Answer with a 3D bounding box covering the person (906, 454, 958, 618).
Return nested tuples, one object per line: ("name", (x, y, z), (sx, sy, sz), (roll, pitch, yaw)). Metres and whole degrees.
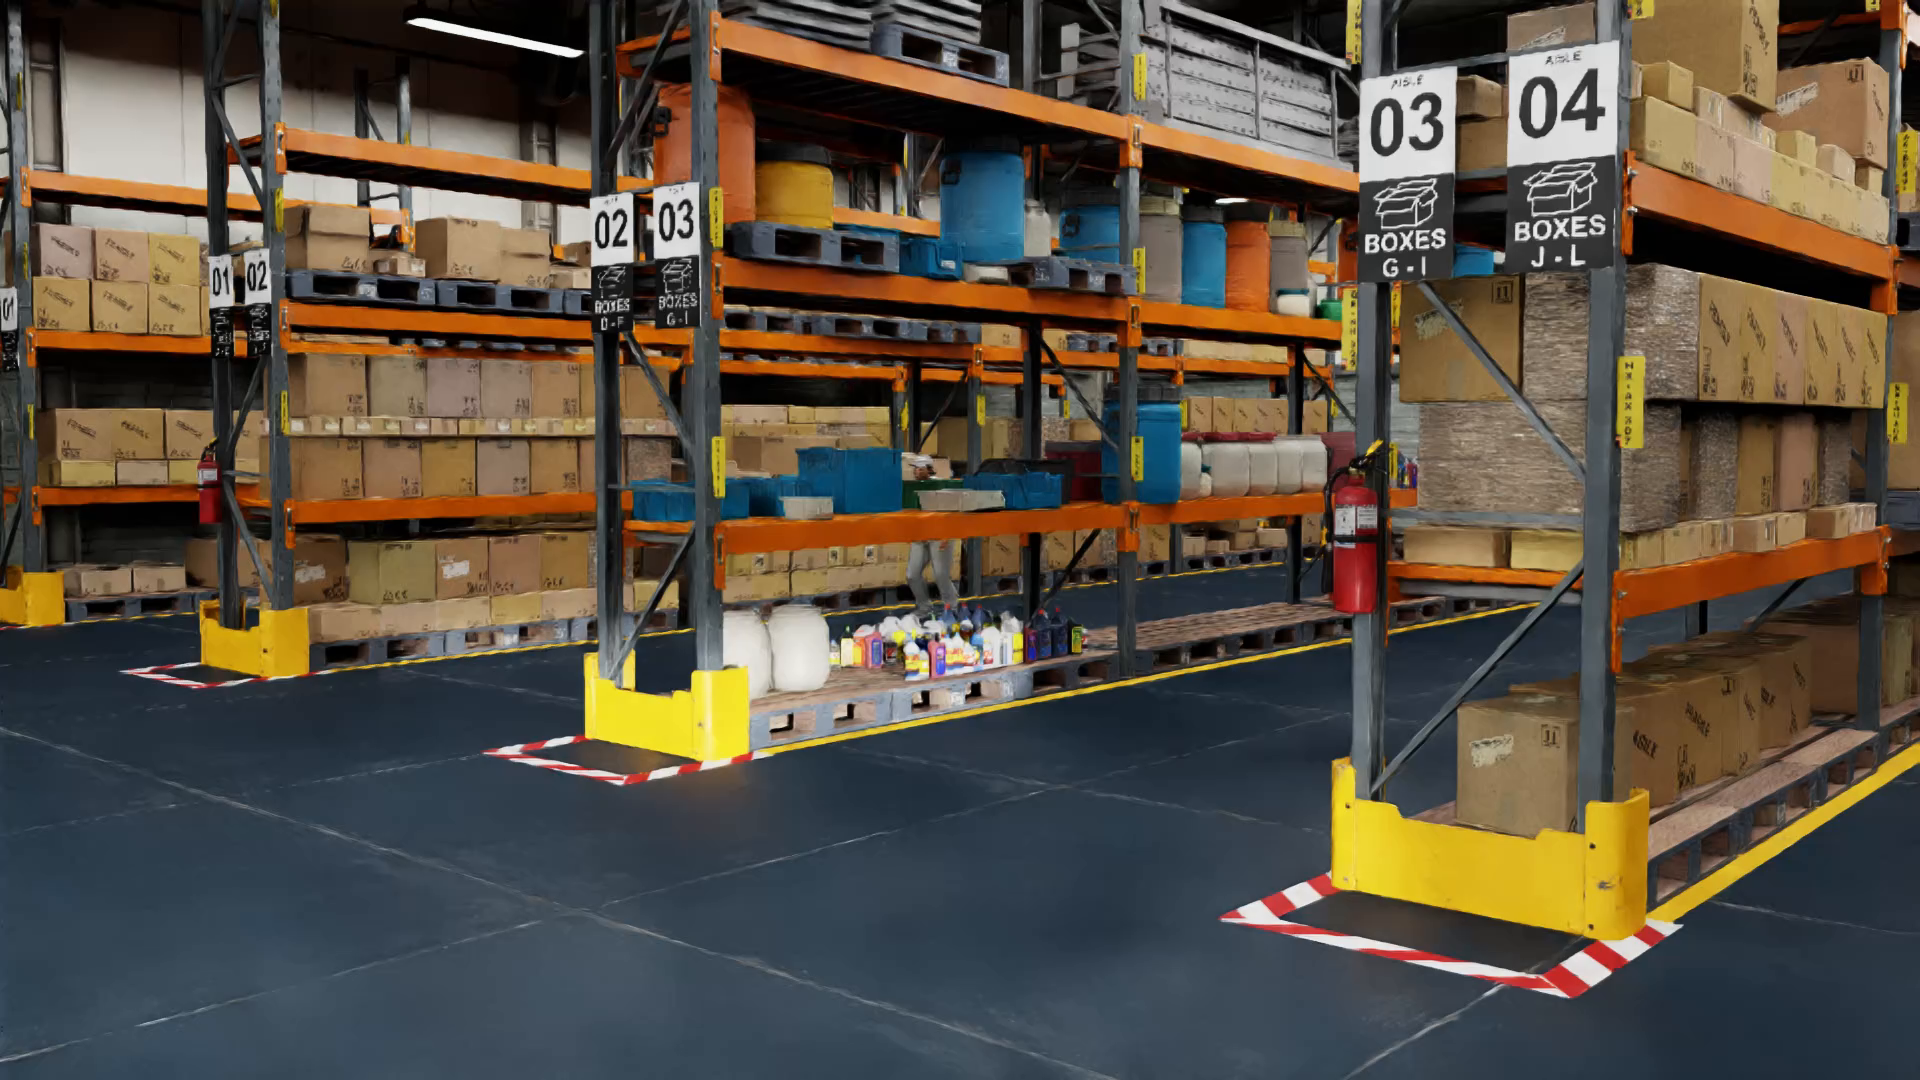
("person", (-0.291, -0.020, 16.103), (0.621, 1.619, 0.556), (3, 5, 39))
